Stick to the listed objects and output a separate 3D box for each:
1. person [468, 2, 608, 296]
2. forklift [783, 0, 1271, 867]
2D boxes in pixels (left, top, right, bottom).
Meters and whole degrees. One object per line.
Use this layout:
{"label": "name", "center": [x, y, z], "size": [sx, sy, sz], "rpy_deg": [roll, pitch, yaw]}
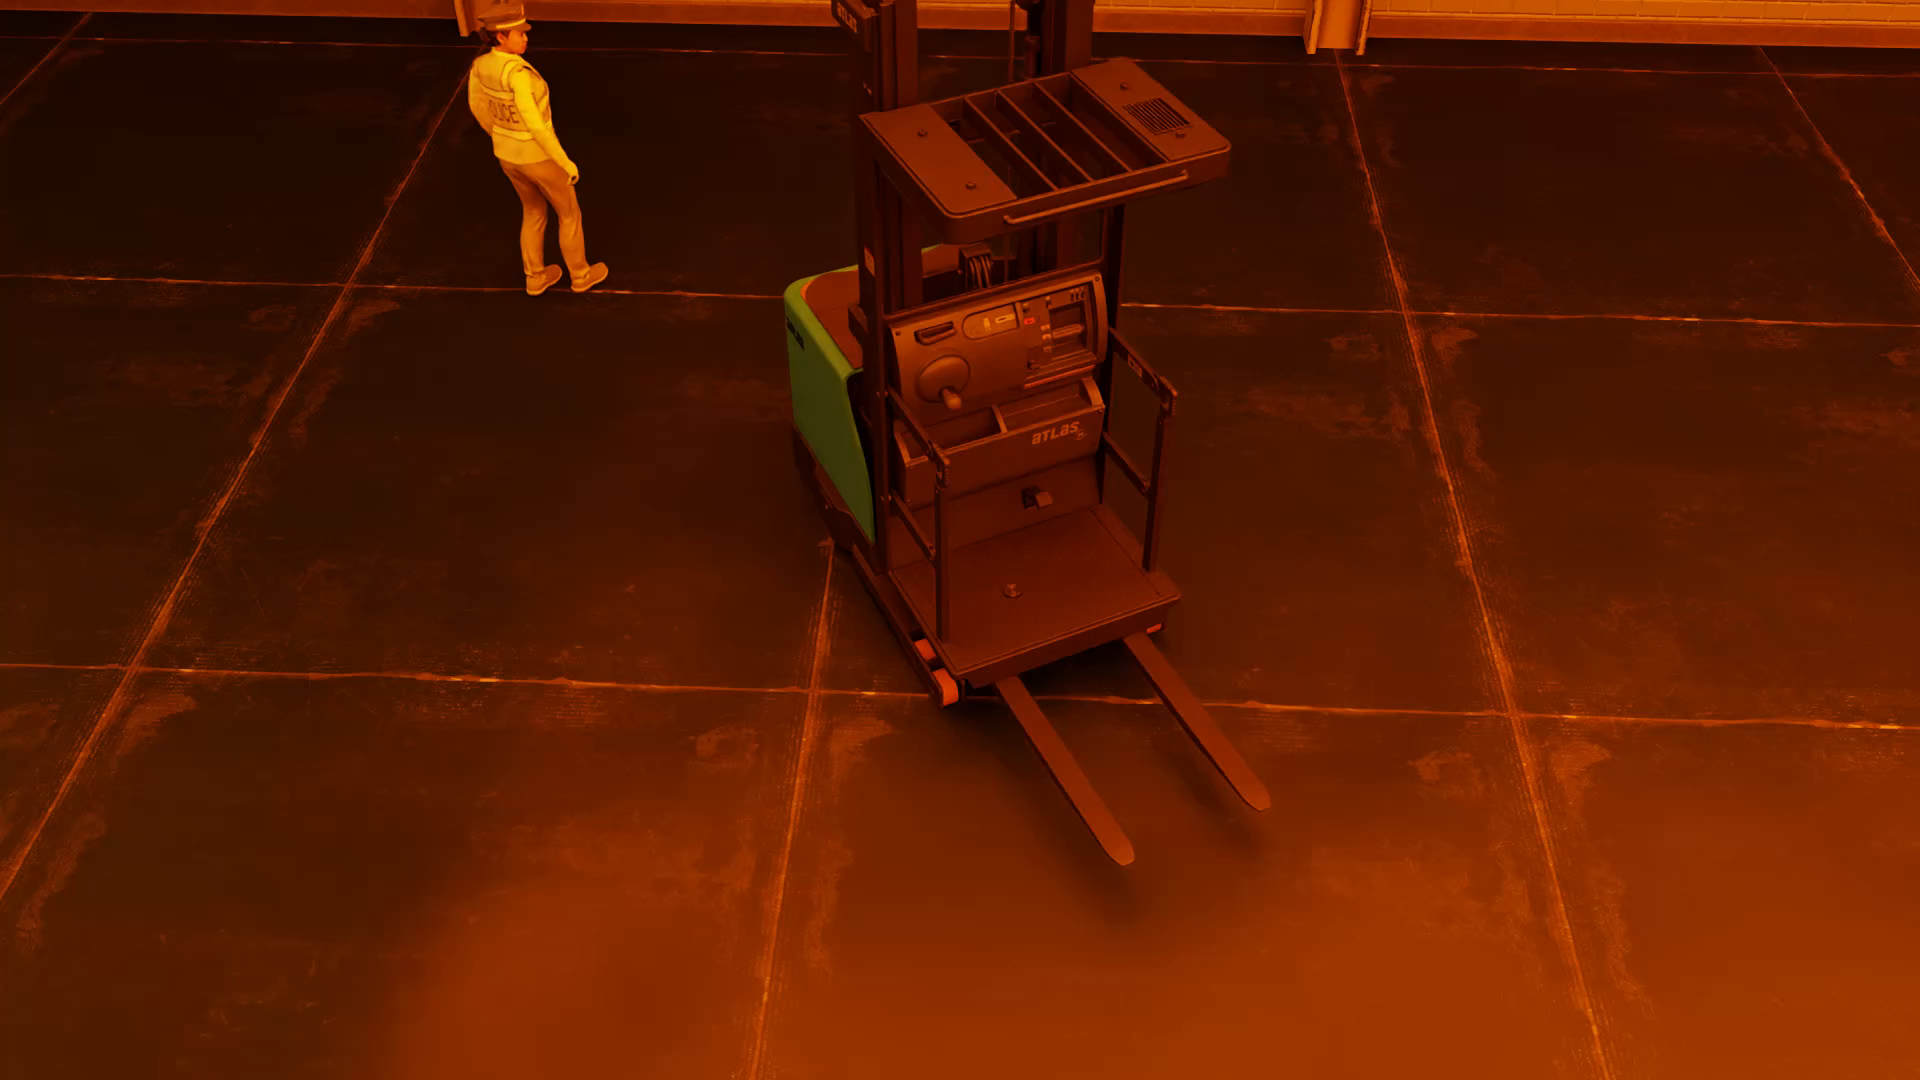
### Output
{"label": "person", "center": [-2.283, -2.100, 8.989], "size": [0.677, 1.660, 0.451], "rpy_deg": [24, 48, 24]}
{"label": "forklift", "center": [0.261, -0.710, 6.520], "size": [1.130, 2.935, 3.031], "rpy_deg": [-18, 45, -18]}
